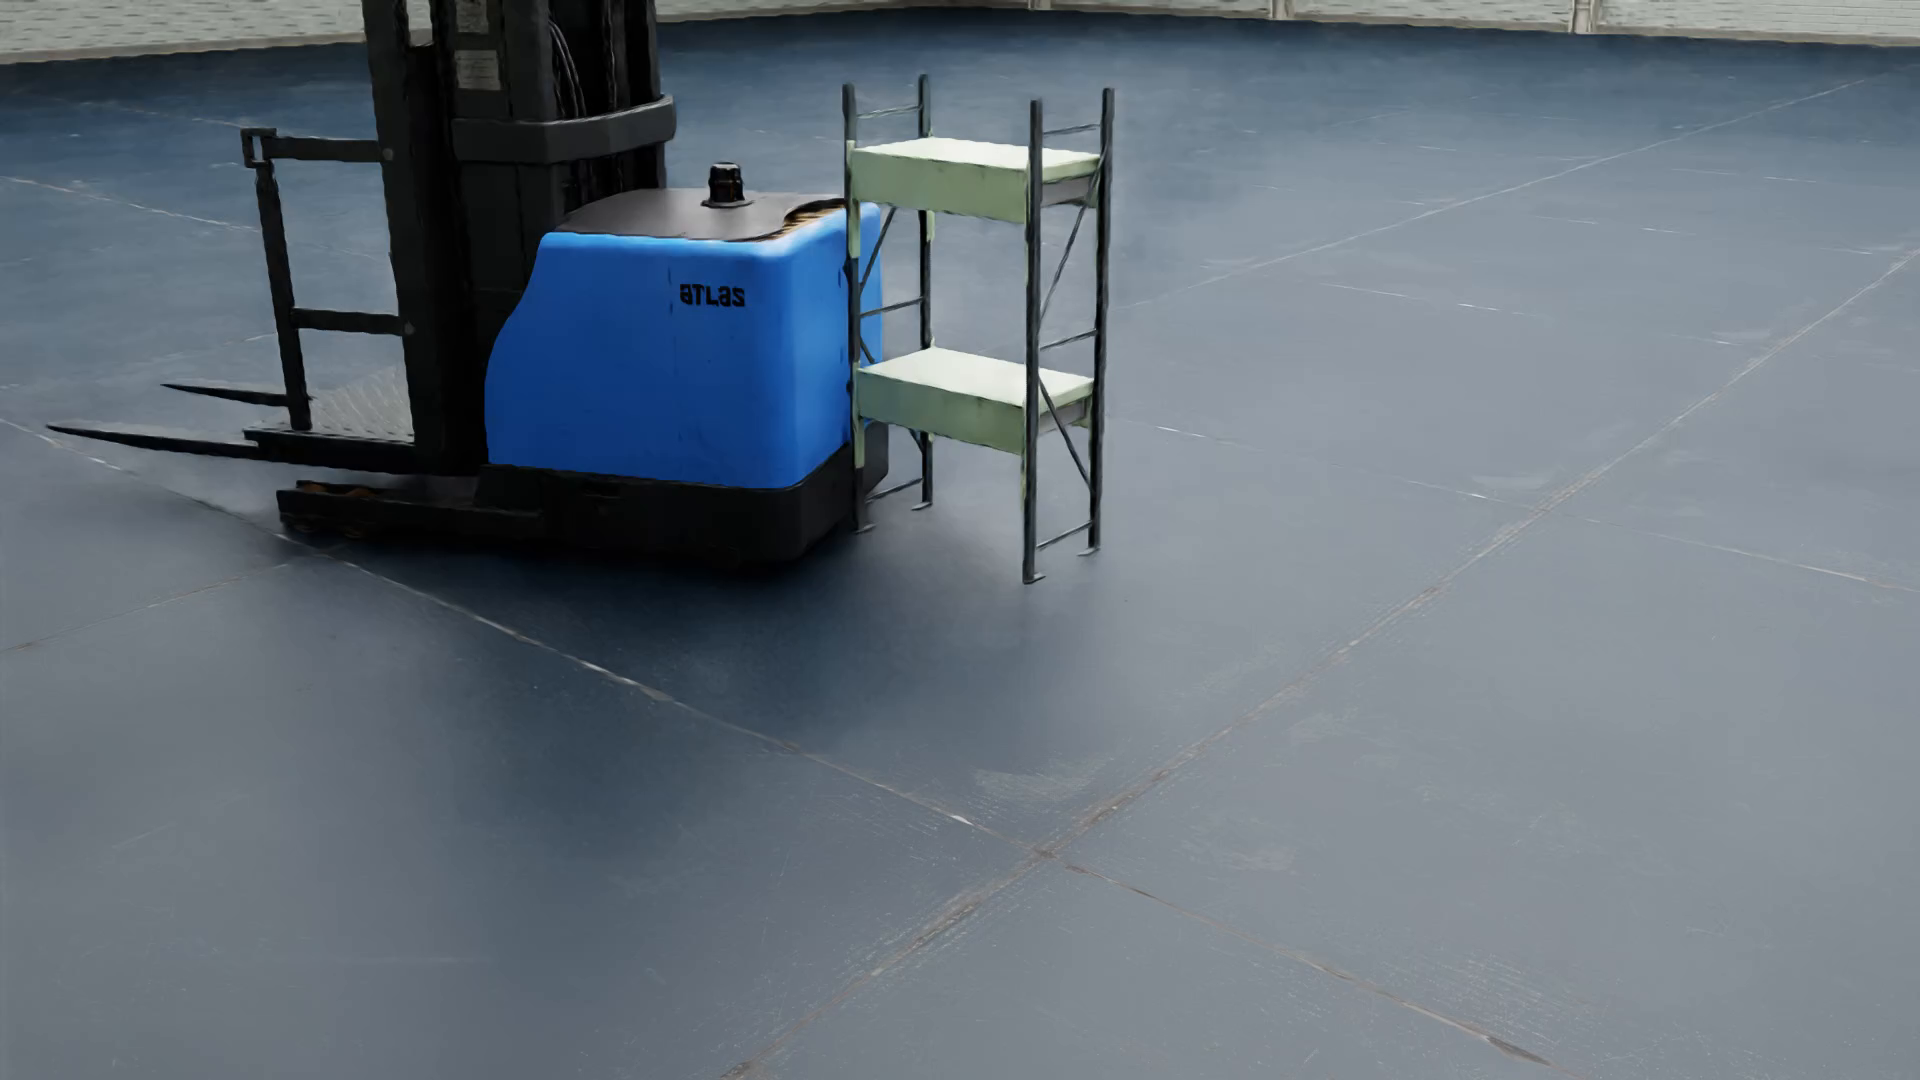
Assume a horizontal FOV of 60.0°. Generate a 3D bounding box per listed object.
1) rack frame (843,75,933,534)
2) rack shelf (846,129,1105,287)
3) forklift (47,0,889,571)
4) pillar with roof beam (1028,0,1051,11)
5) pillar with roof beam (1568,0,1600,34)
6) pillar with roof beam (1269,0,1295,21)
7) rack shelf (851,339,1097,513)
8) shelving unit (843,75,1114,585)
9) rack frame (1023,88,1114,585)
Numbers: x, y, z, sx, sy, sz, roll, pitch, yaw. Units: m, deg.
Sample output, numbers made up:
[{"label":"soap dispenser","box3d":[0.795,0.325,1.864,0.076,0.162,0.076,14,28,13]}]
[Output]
[{"label":"rack frame","box3d":[-0.233,-0.779,5.609,0.023,1.500,0.400,16,26,36]},{"label":"rack shelf","box3d":[0.051,-1.063,5.256,0.720,0.370,0.431,16,26,36]},{"label":"forklift","box3d":[-1.838,-1.549,5.623,3.031,2.935,1.130,6,21,15]},{"label":"pillar with roof beam","box3d":[-0.972,-14.709,31.921,0.400,9.000,9.100,16,26,36]},{"label":"pillar with roof beam","box3d":[8.324,-12.032,24.821,0.400,9.000,9.100,16,26,36]},{"label":"pillar with roof beam","box3d":[3.676,-13.371,28.371,0.400,9.000,9.100,16,26,36]},{"label":"rack shelf","box3d":[0.051,-0.393,5.509,0.720,0.370,0.431,16,26,36]},{"label":"shelving unit","box3d":[0.051,-0.698,5.394,0.755,1.500,0.431,16,26,36]},{"label":"rack frame","box3d":[0.335,-0.617,5.178,0.023,1.500,0.400,16,26,36]}]
